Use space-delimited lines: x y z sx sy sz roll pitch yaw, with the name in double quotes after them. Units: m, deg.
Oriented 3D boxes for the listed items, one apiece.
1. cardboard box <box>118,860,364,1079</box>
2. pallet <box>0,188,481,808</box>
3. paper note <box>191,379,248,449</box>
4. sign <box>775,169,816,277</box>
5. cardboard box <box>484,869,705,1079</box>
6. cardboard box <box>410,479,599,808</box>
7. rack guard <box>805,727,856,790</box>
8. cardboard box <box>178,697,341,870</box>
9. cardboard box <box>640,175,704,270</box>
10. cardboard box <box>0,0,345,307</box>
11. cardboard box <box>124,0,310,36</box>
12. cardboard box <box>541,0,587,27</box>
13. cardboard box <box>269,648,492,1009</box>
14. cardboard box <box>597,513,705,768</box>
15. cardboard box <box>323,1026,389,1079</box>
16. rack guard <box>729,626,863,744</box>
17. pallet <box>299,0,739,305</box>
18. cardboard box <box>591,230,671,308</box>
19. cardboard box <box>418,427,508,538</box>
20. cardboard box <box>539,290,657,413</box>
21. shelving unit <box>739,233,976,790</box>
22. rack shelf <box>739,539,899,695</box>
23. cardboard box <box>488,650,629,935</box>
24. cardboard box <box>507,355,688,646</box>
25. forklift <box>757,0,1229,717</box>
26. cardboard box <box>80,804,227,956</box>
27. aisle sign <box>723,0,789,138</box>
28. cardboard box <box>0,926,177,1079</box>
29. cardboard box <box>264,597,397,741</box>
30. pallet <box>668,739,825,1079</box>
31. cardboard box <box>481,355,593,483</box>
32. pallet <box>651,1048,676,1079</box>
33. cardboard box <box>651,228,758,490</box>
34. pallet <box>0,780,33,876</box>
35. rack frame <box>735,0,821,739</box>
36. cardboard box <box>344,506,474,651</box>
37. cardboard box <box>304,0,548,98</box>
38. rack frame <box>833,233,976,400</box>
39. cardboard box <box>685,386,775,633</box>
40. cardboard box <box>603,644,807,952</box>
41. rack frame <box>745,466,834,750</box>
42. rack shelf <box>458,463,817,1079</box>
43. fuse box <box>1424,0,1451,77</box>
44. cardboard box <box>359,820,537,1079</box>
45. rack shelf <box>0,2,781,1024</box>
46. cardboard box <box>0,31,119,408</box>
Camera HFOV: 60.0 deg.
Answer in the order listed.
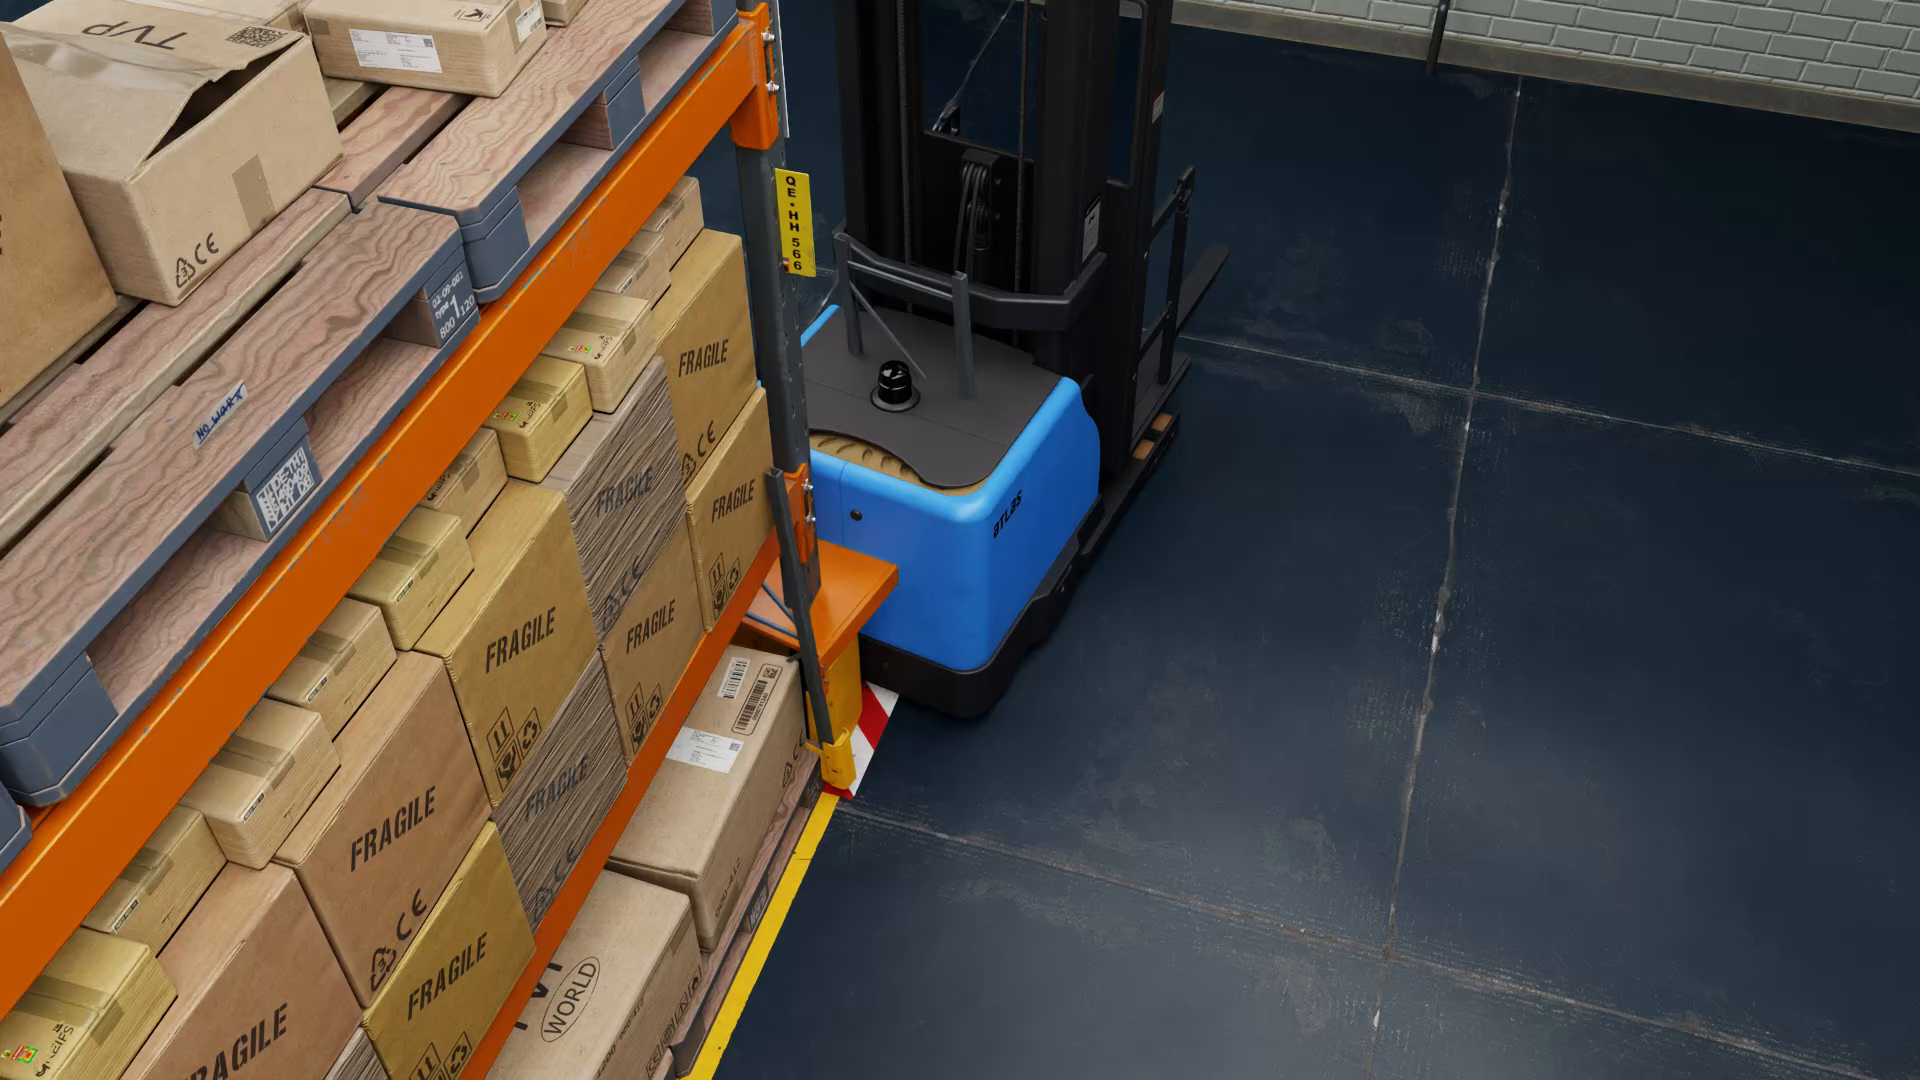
-1.469 0.856 2.944 0.500 0.500 0.500 13 46 13 "cardboard box"
-1.540 -0.204 2.733 1.003 0.211 1.213 13 46 13 "pallet"
-1.039 -0.176 2.338 0.006 0.032 0.123 13 46 13 "paper note"
-0.445 -0.851 4.477 0.100 0.325 0.005 13 46 13 "sign"
-1.332 1.362 4.745 0.875 0.438 0.875 14 46 14 "cardboard box"
-1.160 0.186 3.629 0.500 0.500 0.500 12 46 12 "cardboard box"
-0.634 0.661 5.828 0.587 0.250 0.087 22 52 23 "rack guard"
-1.347 0.398 2.948 0.380 0.149 0.250 13 46 13 "cardboard box"
-0.876 -0.820 4.193 0.380 0.149 0.250 13 46 13 "cardboard box"
-1.459 -0.715 2.883 0.500 0.311 0.500 13 46 13 "cardboard box"
-1.507 -0.968 3.258 0.380 0.149 0.250 14 46 14 "cardboard box"
-1.008 -1.362 3.588 0.500 0.250 0.500 9 45 9 "cardboard box"
-1.314 0.521 3.287 0.500 0.500 0.500 12 46 12 "cardboard box"
-1.018 0.197 4.333 0.500 0.500 0.500 12 46 12 "cardboard box"
-1.464 1.232 3.275 0.500 0.500 0.500 13 46 13 "cardboard box"
-0.951 0.401 5.983 1.175 0.500 0.348 13 46 13 "rack guard"
-1.173 -1.020 3.566 1.003 0.211 1.213 13 46 13 "pallet"
-0.930 -0.645 4.015 0.380 0.149 0.250 13 46 13 "cardboard box"
-1.190 -0.137 3.495 0.380 0.149 0.250 12 46 12 "cardboard box"
-0.928 -0.455 3.821 0.380 0.149 0.250 12 46 12 "cardboard box"
-0.413 -0.087 5.658 0.587 1.500 1.083 22 52 23 "shelving unit"
-0.407 0.042 5.783 0.538 0.185 1.000 22 52 23 "rack shelf"
-1.164 0.542 3.980 0.500 0.500 0.500 14 46 14 "cardboard box"
-1.007 -0.143 3.965 0.500 0.500 0.500 13 46 13 "cardboard box"
0.287 -1.440 6.126 1.130 2.935 3.031 20 48 19 "forklift"
-1.487 0.548 2.796 0.380 0.149 0.250 12 46 12 "cardboard box"
-0.641 -1.388 4.165 0.394 0.787 0.004 13 46 13 "aisle sign"
-1.485 0.732 2.607 0.380 0.149 0.250 11 46 11 "cardboard box"
-1.307 0.214 3.137 0.380 0.149 0.250 14 46 14 "cardboard box"
-1.125 1.070 5.506 1.003 0.211 1.213 13 46 13 "pallet"
-1.043 -0.296 3.658 0.380 0.149 0.250 14 46 13 "cardboard box"
-1.497 1.880 4.677 1.003 0.211 1.213 13 46 12 "pallet"
-0.877 -0.498 4.327 0.500 0.500 0.500 14 46 14 "cardboard box"
-1.911 0.606 1.904 1.003 0.211 1.213 13 46 13 "pallet"
-0.958 -0.476 5.092 1.000 3.000 0.127 13 46 13 "rack frame"
-1.210 0.043 3.312 0.380 0.149 0.250 14 46 13 "cardboard box"
-1.059 -1.029 3.320 0.380 0.149 0.250 9 45 9 "cardboard box"
-0.154 -0.407 5.941 0.500 1.500 0.032 22 52 23 "rack frame"
-0.852 -0.134 4.671 0.500 0.500 0.500 13 46 13 "cardboard box"
-1.062 0.750 5.370 0.875 0.438 0.875 11 45 11 "cardboard box"
-0.681 0.244 5.365 0.500 1.500 0.032 22 52 23 "rack frame"
-1.563 1.114 3.981 1.077 0.370 4.000 13 46 13 "rack shelf"
2.685 -3.237 8.835 0.539 1.711 0.414 13 46 13 "fuse box"
-1.308 0.889 3.626 0.500 0.500 0.500 14 46 14 "cardboard box"
-1.563 0.042 2.932 1.077 0.370 4.000 13 46 13 "rack shelf"
-1.711 -0.458 2.485 0.500 0.500 0.500 13 46 13 "cardboard box"
